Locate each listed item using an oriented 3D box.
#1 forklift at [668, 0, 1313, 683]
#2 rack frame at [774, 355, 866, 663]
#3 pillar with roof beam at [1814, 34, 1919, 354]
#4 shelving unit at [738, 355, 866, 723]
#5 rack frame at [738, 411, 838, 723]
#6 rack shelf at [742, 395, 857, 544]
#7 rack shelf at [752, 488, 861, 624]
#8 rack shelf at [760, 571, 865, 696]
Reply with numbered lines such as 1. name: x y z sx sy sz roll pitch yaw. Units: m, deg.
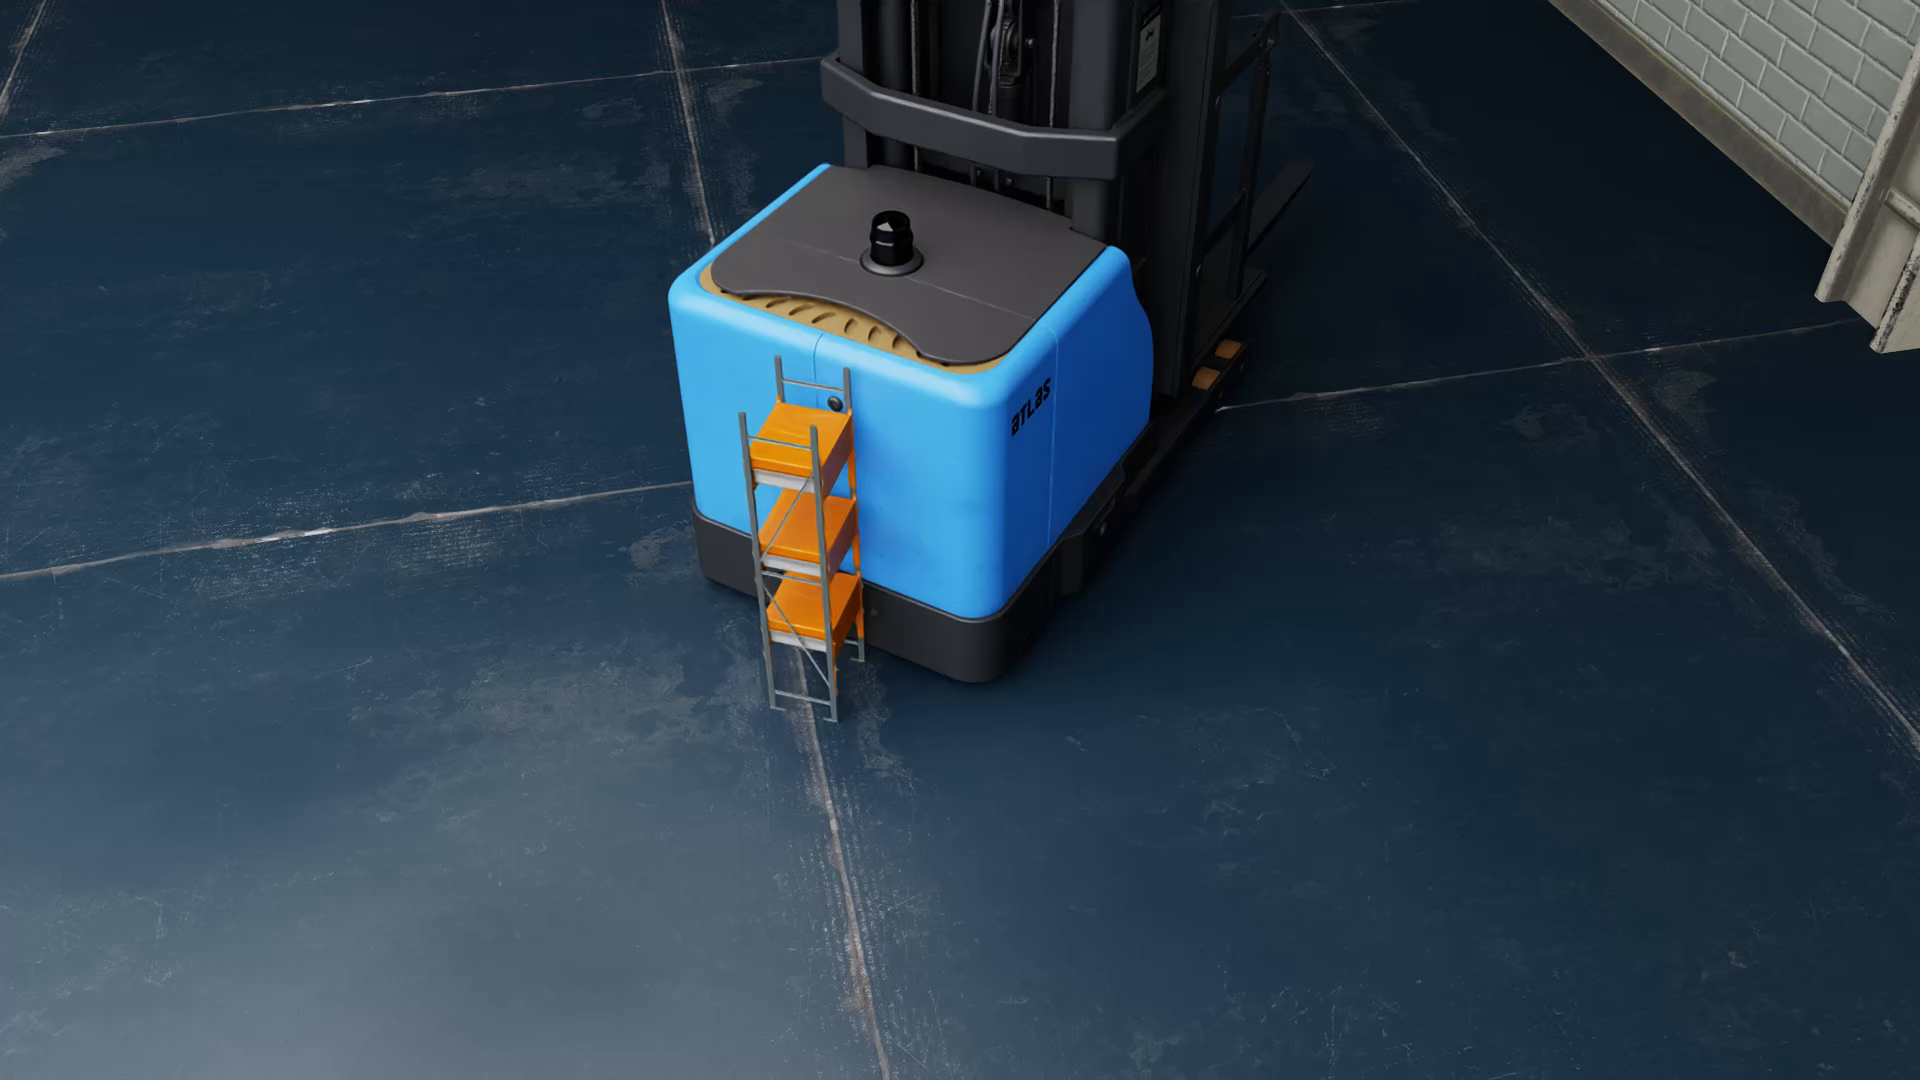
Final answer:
1. forklift: 0.367 -1.660 4.913 1.130 2.935 3.031 20 46 22
2. rack frame: -0.372 -0.054 4.520 0.200 1.050 0.008 11 43 12
3. pillar with roof beam: -0.779 -3.573 2.496 9.100 9.000 0.400 -8 42 -9
4. shelving unit: -0.405 0.024 4.432 0.215 1.050 0.252 11 43 12
5. rack frame: -0.439 0.102 4.344 0.200 1.050 0.008 11 43 12
6. rack shelf: -0.405 -0.180 4.251 0.215 0.259 0.240 11 43 12
7. rack shelf: -0.405 0.032 4.439 0.215 0.259 0.240 11 43 12
8. rack shelf: -0.405 0.240 4.624 0.215 0.259 0.240 11 43 12
